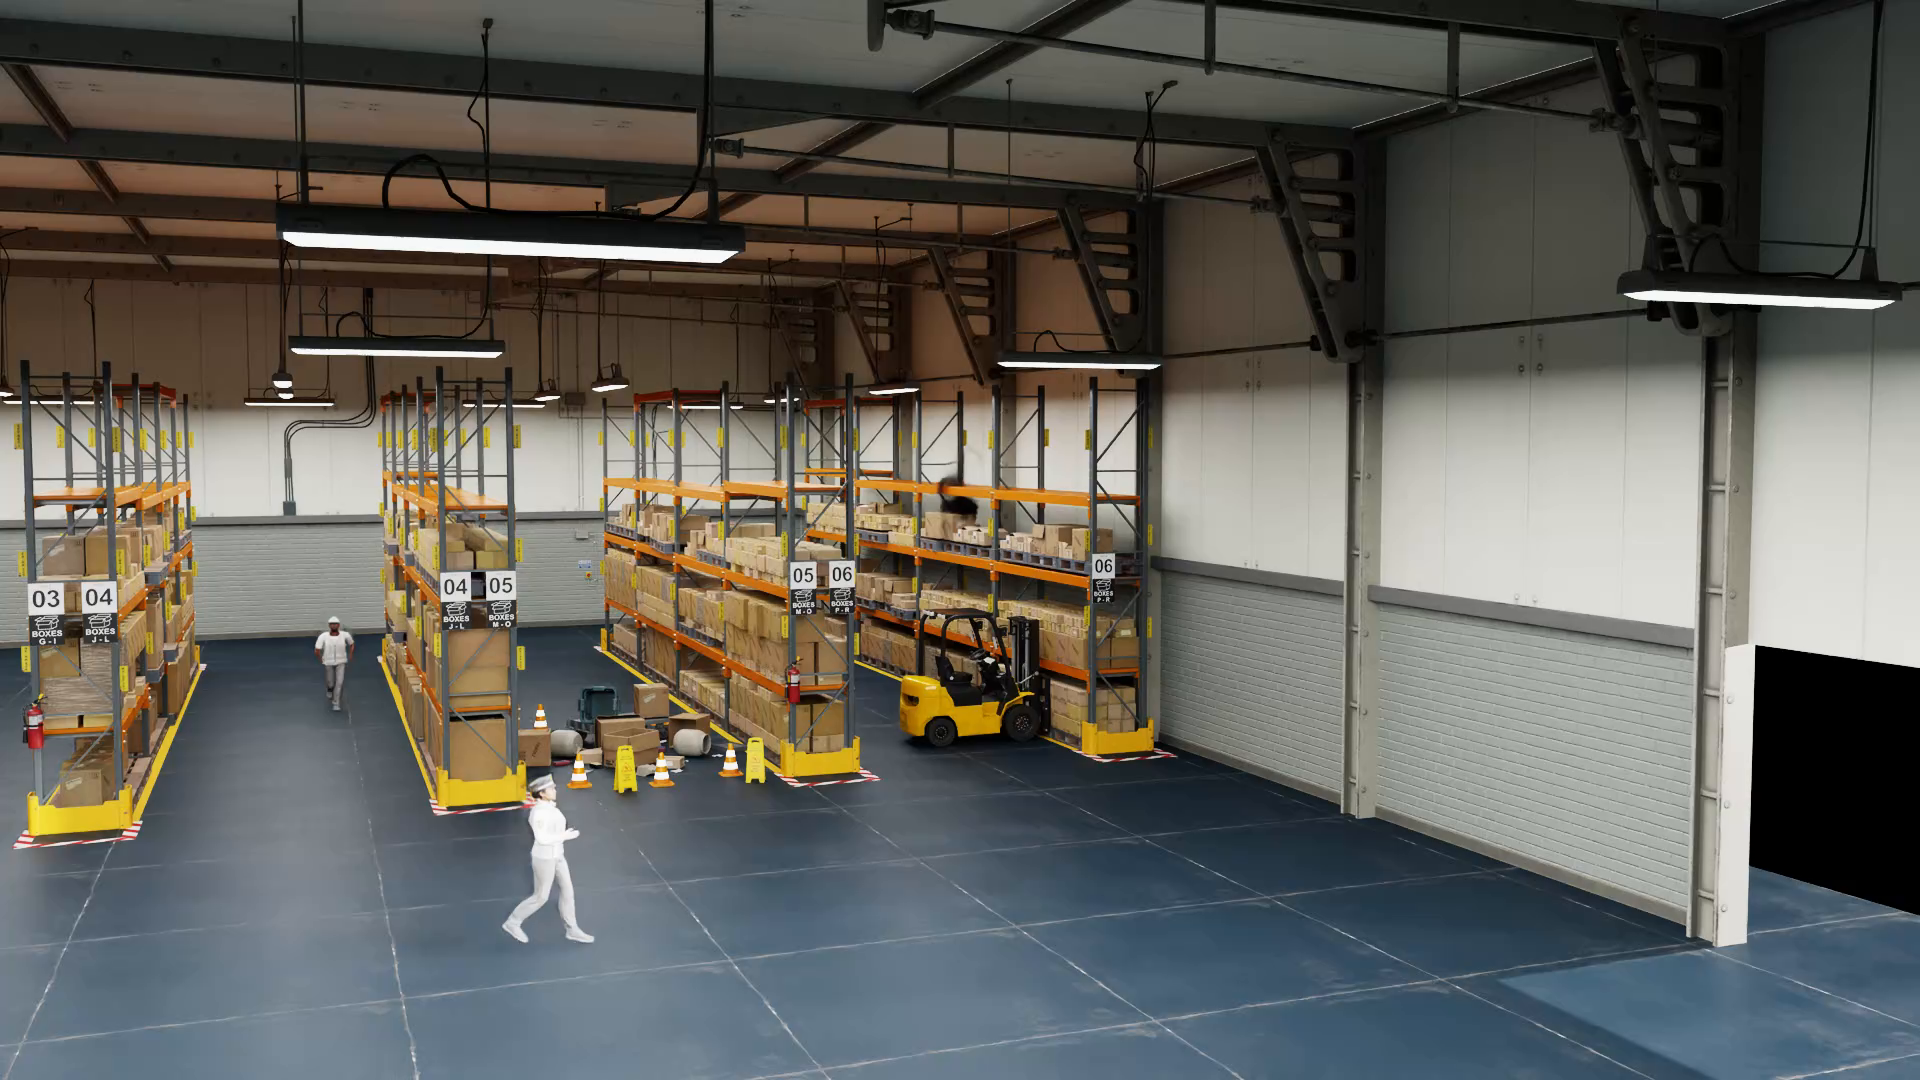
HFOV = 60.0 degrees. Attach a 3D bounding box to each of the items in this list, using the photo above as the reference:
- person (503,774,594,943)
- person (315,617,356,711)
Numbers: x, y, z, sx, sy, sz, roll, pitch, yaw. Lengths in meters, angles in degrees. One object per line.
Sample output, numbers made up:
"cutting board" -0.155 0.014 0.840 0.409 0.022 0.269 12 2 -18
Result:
"person" -4.061 3.140 16.379 0.878 1.684 0.616 0 3 1
"person" -11.592 2.292 30.890 0.712 1.732 0.832 -1 4 -23
